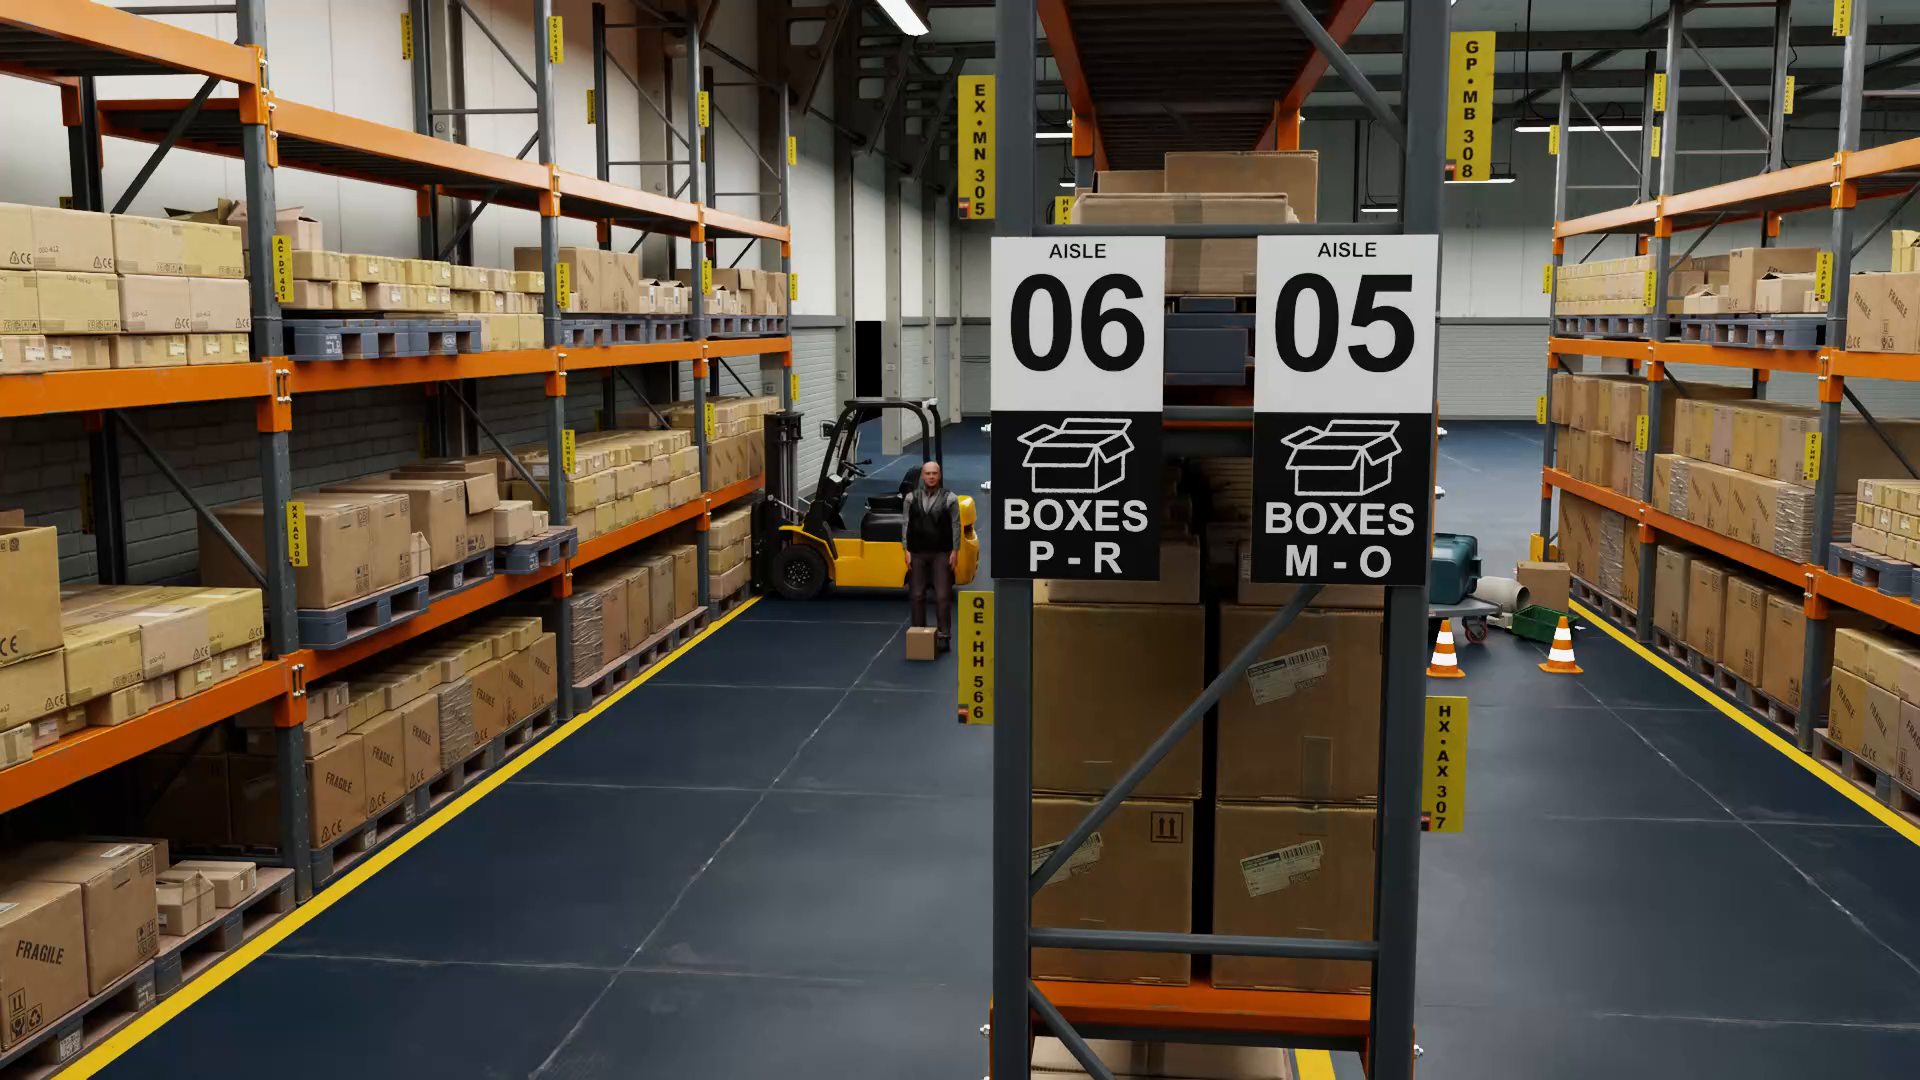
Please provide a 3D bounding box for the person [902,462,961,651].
[{"bbox_3d":[-0.270,0.146,15.303,0.544,1.726,0.393,1,8,7],"label":"person"}]
